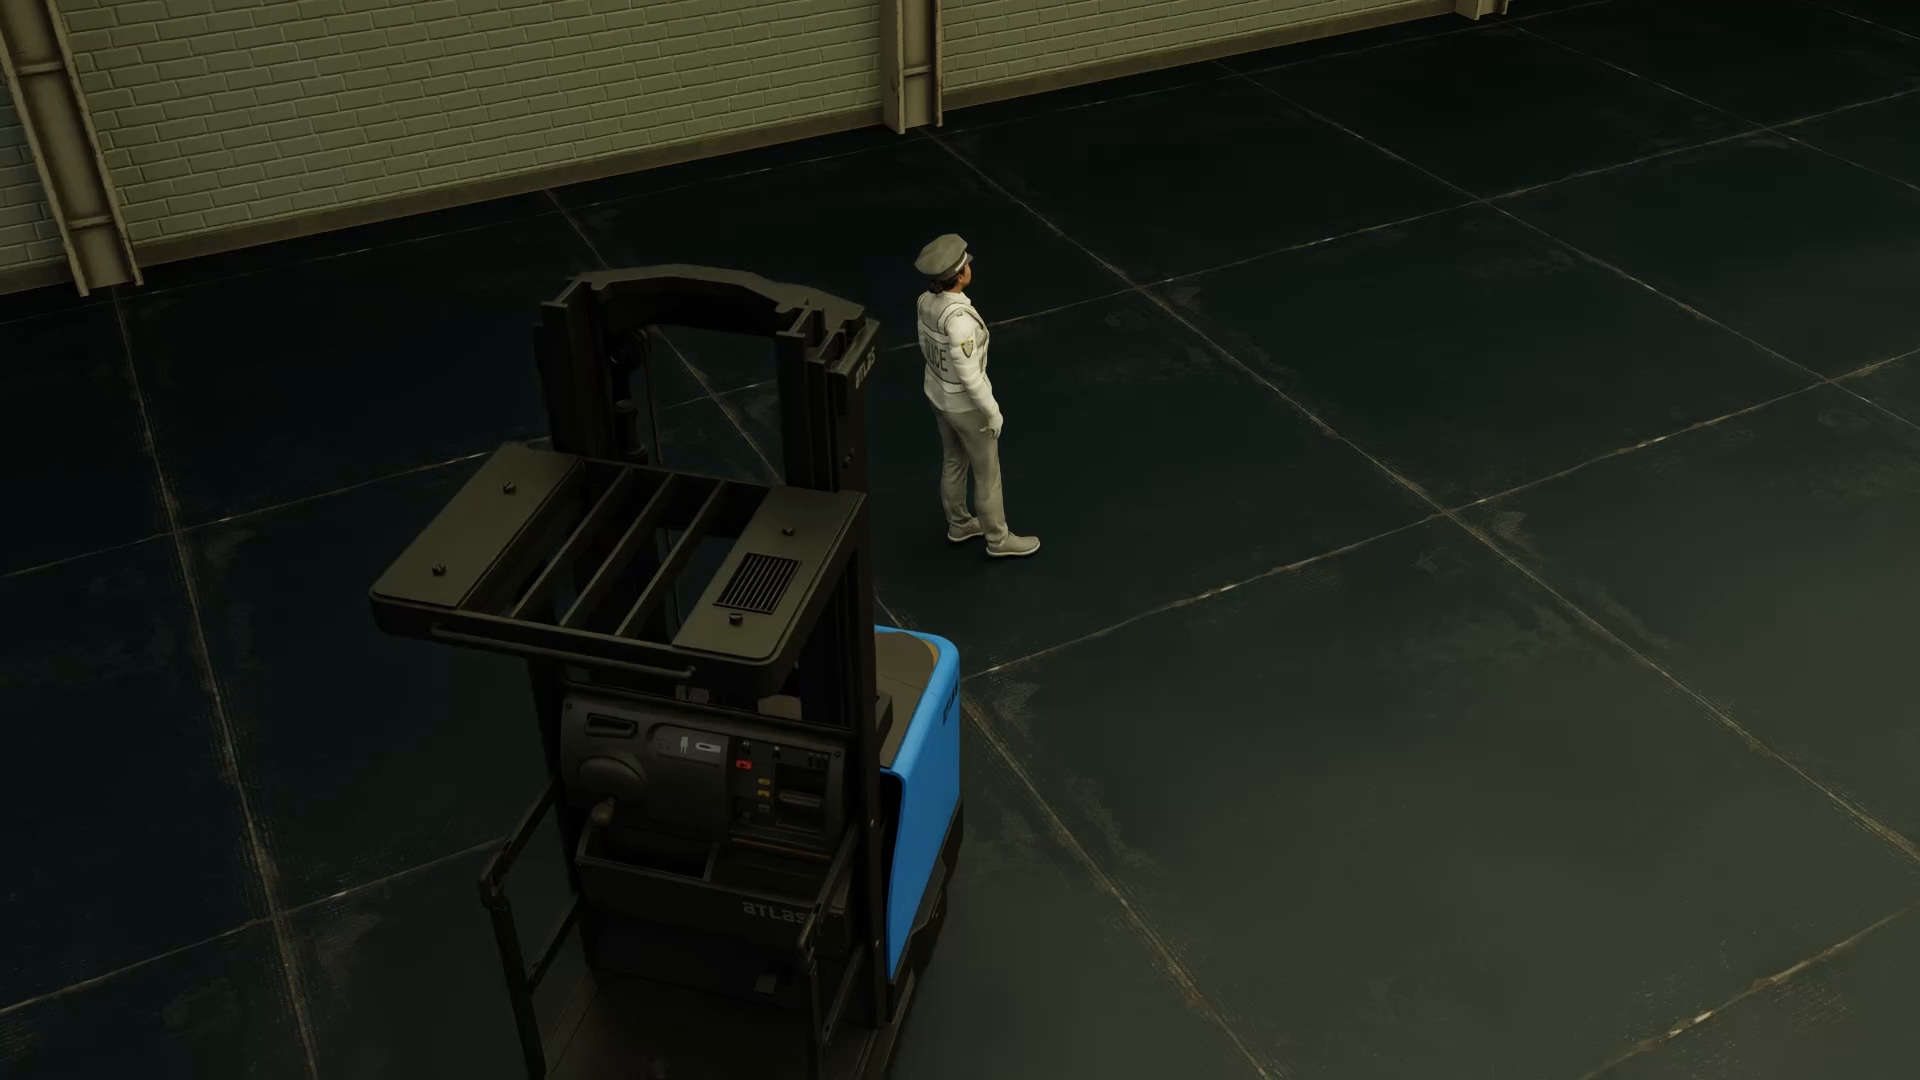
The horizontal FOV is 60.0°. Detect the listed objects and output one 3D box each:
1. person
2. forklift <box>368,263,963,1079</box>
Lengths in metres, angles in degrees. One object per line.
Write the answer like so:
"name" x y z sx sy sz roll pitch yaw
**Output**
"person" 0.064 -0.713 8.190 0.530 1.694 0.586 -17 39 -23
"forklift" -0.854 0.801 4.989 1.130 2.935 3.031 9 36 12
